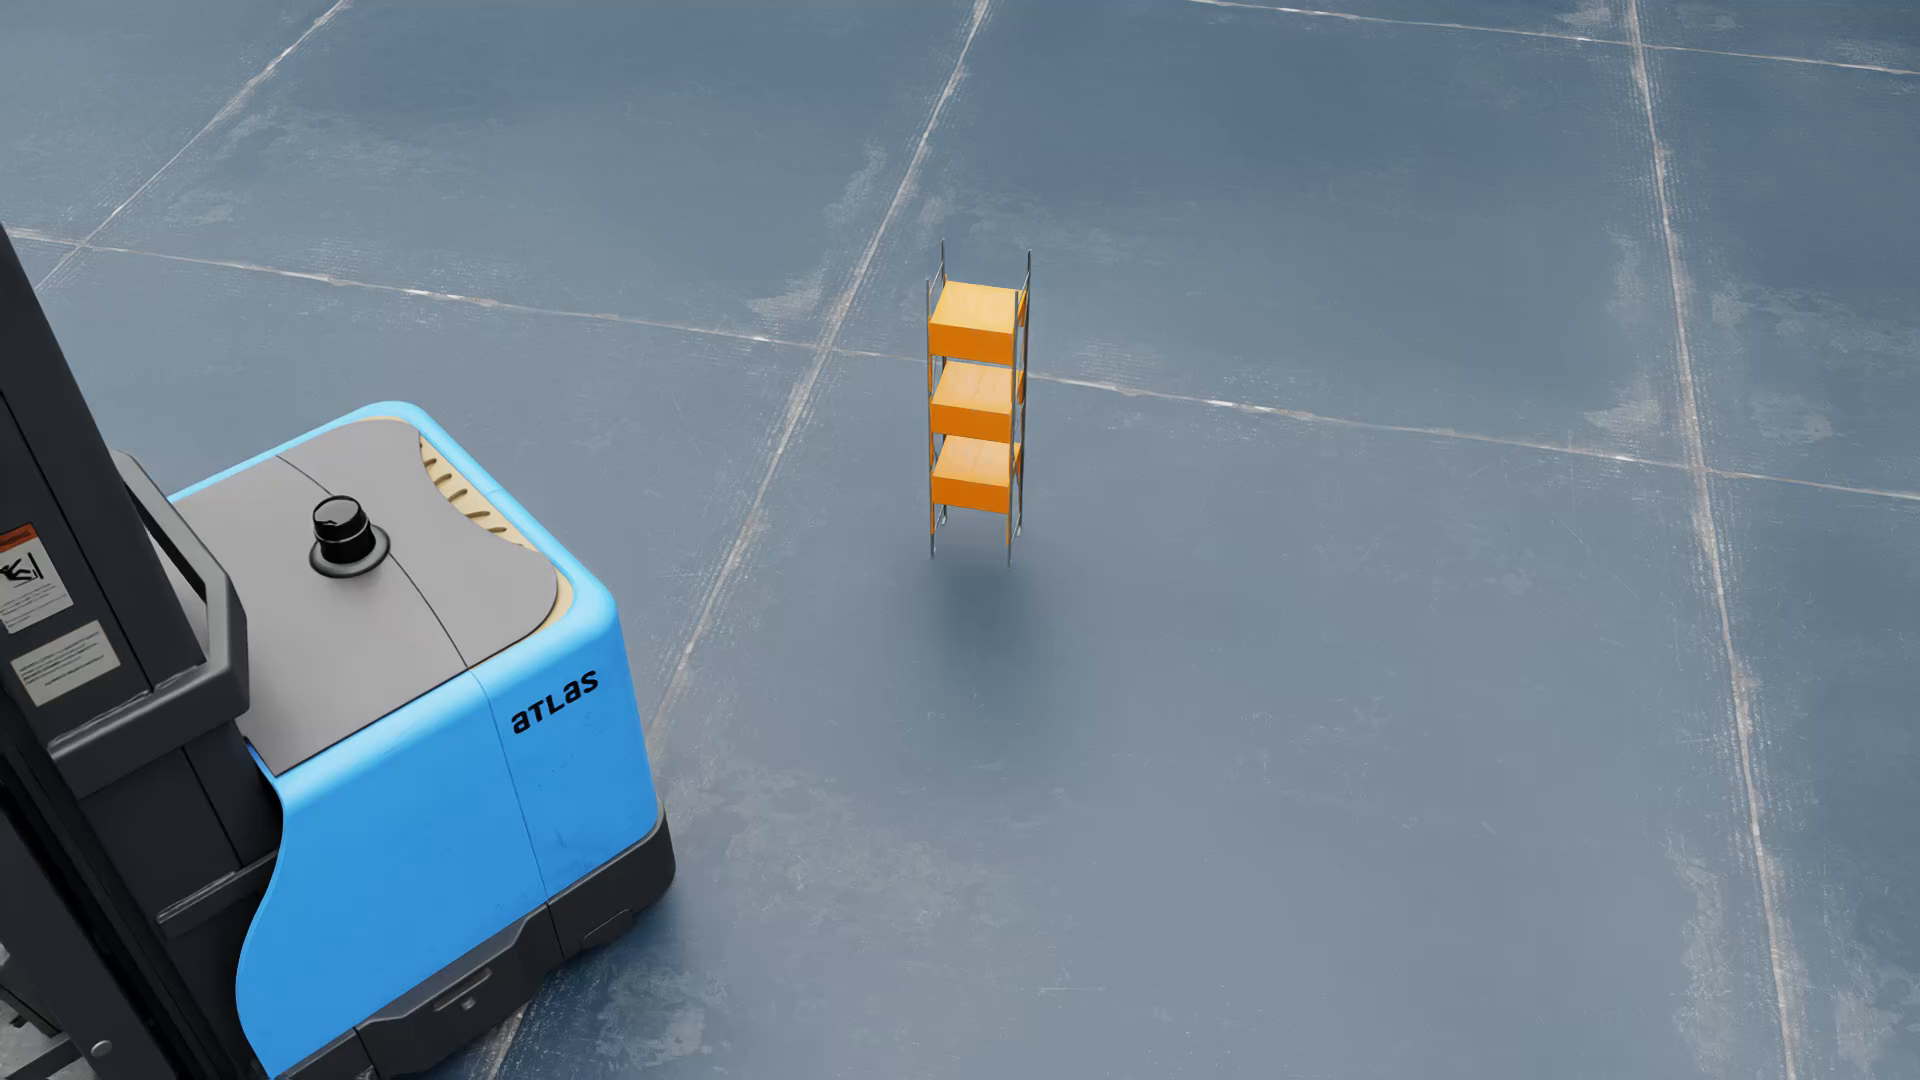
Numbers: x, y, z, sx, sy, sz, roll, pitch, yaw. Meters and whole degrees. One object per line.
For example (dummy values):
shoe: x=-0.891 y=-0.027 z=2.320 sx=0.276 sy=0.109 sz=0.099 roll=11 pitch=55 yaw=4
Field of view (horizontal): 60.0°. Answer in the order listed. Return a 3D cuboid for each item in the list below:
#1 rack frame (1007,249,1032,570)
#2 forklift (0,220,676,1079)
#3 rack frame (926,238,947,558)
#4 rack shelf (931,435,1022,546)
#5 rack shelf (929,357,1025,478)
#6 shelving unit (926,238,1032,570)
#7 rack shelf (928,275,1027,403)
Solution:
rack frame: x=0.171 y=-0.352 z=4.858 sx=0.008 sy=1.050 sz=0.200 roll=9 pitch=45 yaw=9
forklift: x=-2.166 y=0.278 z=2.847 sx=3.031 sy=2.935 sz=1.130 roll=-32 pitch=52 yaw=-29
rack frame: x=-0.067 y=-0.389 z=4.897 sx=0.008 sy=1.050 sz=0.200 roll=9 pitch=45 yaw=9
rack shelf: x=0.052 y=-0.162 z=5.078 sx=0.240 sy=0.259 sz=0.215 roll=9 pitch=45 yaw=9
rack shelf: x=0.052 y=-0.363 z=4.885 sx=0.240 sy=0.259 sz=0.215 roll=9 pitch=45 yaw=9
shelving unit: x=0.052 y=-0.370 z=4.878 sx=0.252 sy=1.050 sz=0.215 roll=9 pitch=45 yaw=9
rack shelf: x=0.052 y=-0.567 z=4.688 sx=0.240 sy=0.259 sz=0.215 roll=9 pitch=45 yaw=9
